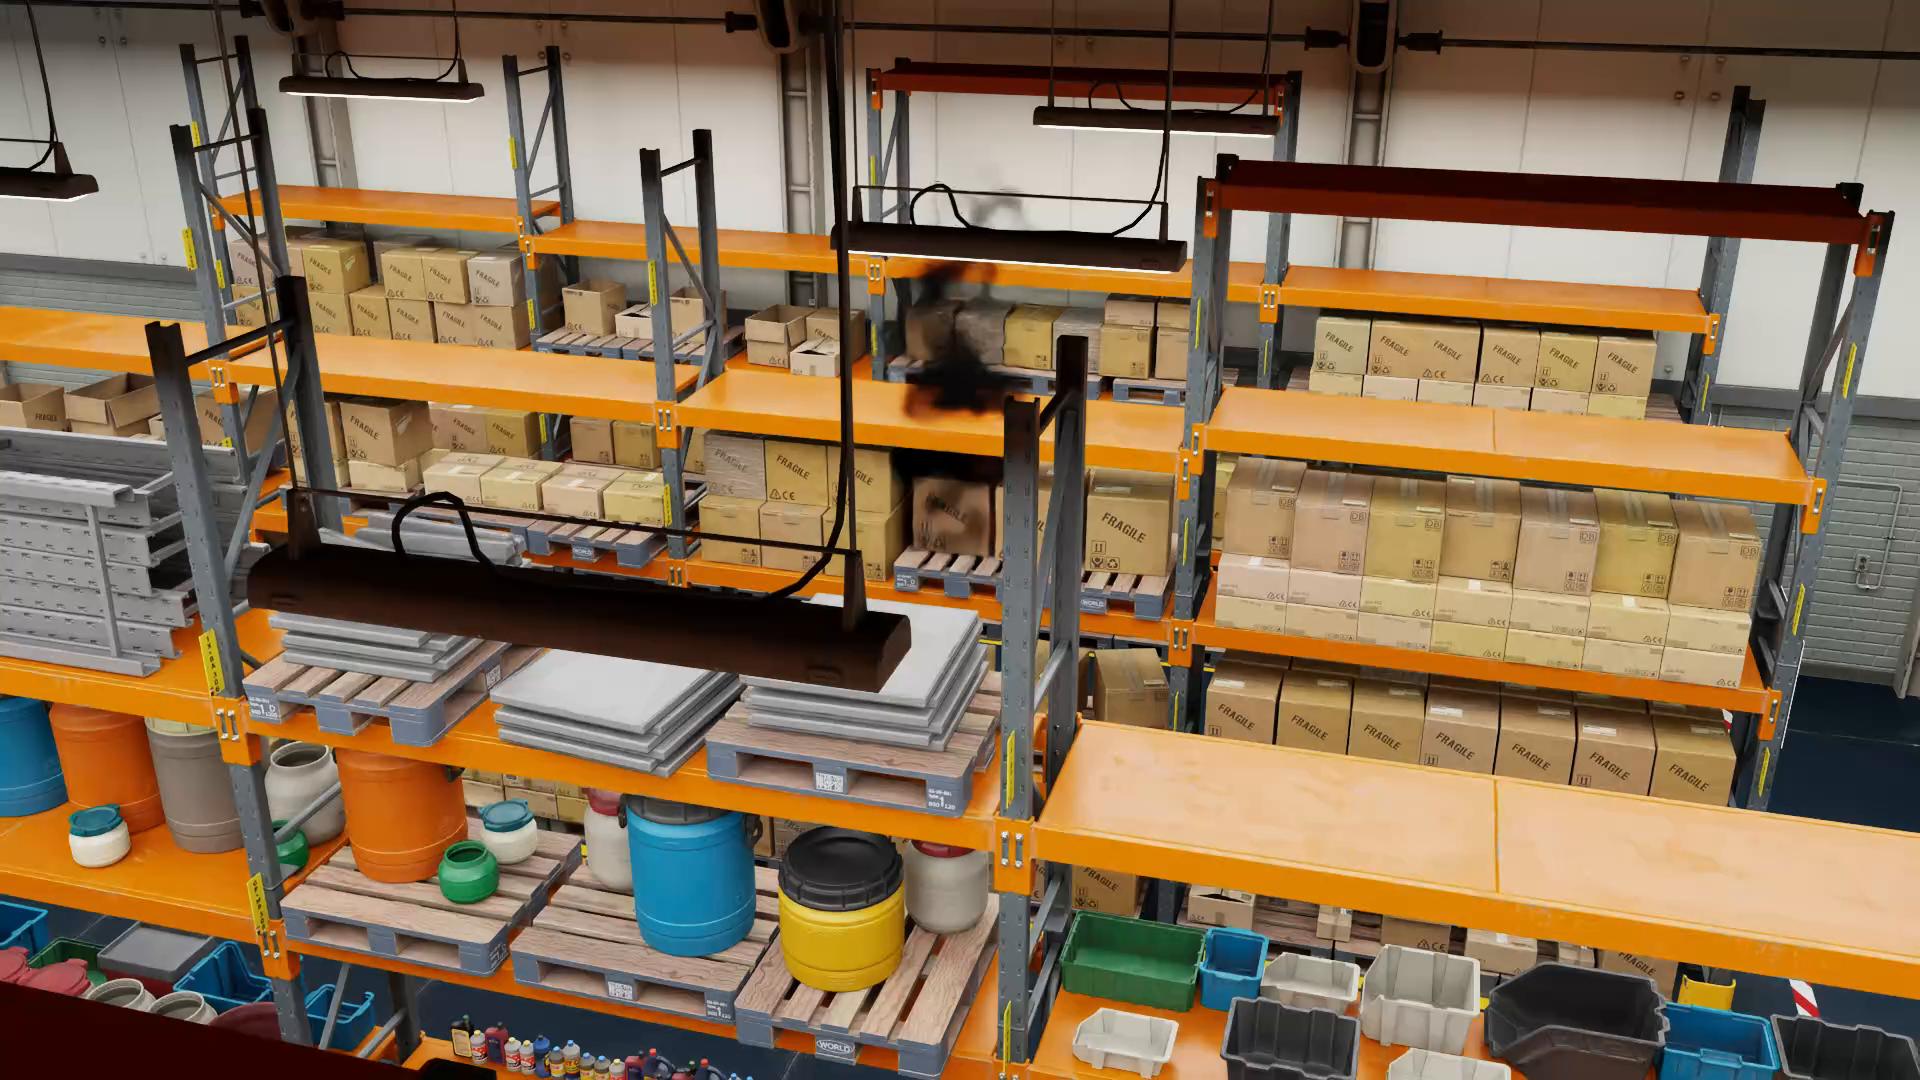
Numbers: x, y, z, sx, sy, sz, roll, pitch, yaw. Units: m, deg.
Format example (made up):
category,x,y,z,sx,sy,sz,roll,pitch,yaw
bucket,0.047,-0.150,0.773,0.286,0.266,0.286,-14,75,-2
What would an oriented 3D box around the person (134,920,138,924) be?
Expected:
category,x,y,z,sx,sy,sz,roll,pitch,yaw
person,-5.871,2.585,12.279,0.592,1.732,0.645,6,23,14
